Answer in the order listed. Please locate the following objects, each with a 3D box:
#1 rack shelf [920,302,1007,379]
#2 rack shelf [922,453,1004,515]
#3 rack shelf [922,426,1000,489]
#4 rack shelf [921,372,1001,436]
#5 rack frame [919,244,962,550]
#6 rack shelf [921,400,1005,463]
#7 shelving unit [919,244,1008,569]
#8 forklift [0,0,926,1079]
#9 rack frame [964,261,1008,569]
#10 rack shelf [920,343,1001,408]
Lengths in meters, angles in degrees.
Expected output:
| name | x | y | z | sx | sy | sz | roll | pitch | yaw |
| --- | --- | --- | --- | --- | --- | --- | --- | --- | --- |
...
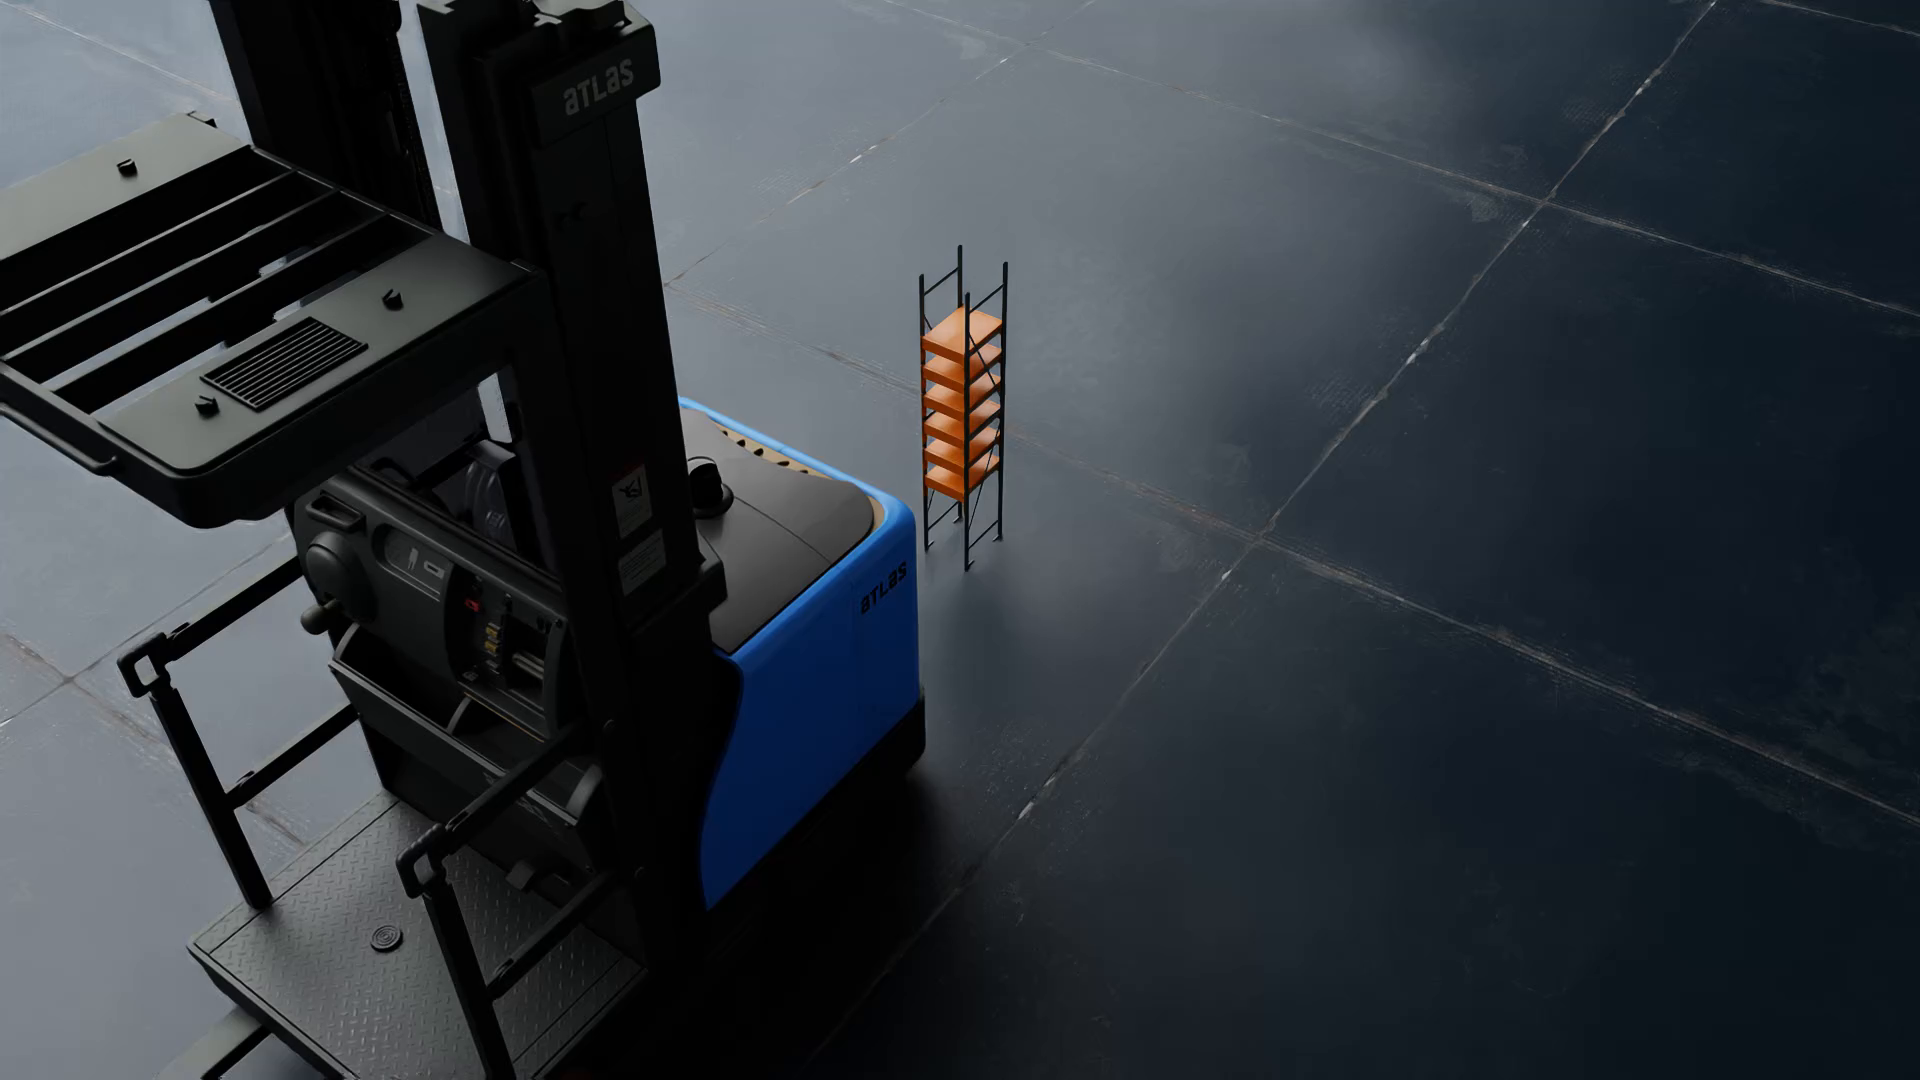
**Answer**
| name | x | y | z | sx | sy | sz | roll | pitch | yaw |
| --- | --- | --- | --- | --- | --- | --- | --- | --- | --- |
| rack shelf | 0.012 | -0.677 | 5.633 | 0.180 | 0.103 | 0.258 | 25 | 48 | 25 |
| rack shelf | 0.012 | -0.230 | 6.033 | 0.180 | 0.103 | 0.258 | 25 | 48 | 25 |
| rack shelf | 0.012 | -0.319 | 5.953 | 0.180 | 0.103 | 0.258 | 25 | 48 | 25 |
| rack shelf | 0.012 | -0.498 | 5.793 | 0.180 | 0.103 | 0.258 | 25 | 48 | 25 |
| rack frame | -0.063 | -0.477 | 5.883 | 0.006 | 1.200 | 0.240 | 25 | 48 | 25 |
| rack shelf | 0.012 | -0.408 | 5.873 | 0.180 | 0.103 | 0.258 | 25 | 48 | 25 |
| shelving unit | 0.012 | -0.442 | 5.844 | 0.189 | 1.200 | 0.258 | 25 | 48 | 25 |
| forklift | -1.383 | 0.220 | 3.806 | 1.130 | 2.935 | 3.031 | 26 | 48 | 26 |
| rack frame | 0.087 | -0.407 | 5.805 | 0.006 | 1.200 | 0.240 | 25 | 48 | 25 |
| rack shelf | 0.012 | -0.587 | 5.713 | 0.180 | 0.103 | 0.258 | 25 | 48 | 25 |
